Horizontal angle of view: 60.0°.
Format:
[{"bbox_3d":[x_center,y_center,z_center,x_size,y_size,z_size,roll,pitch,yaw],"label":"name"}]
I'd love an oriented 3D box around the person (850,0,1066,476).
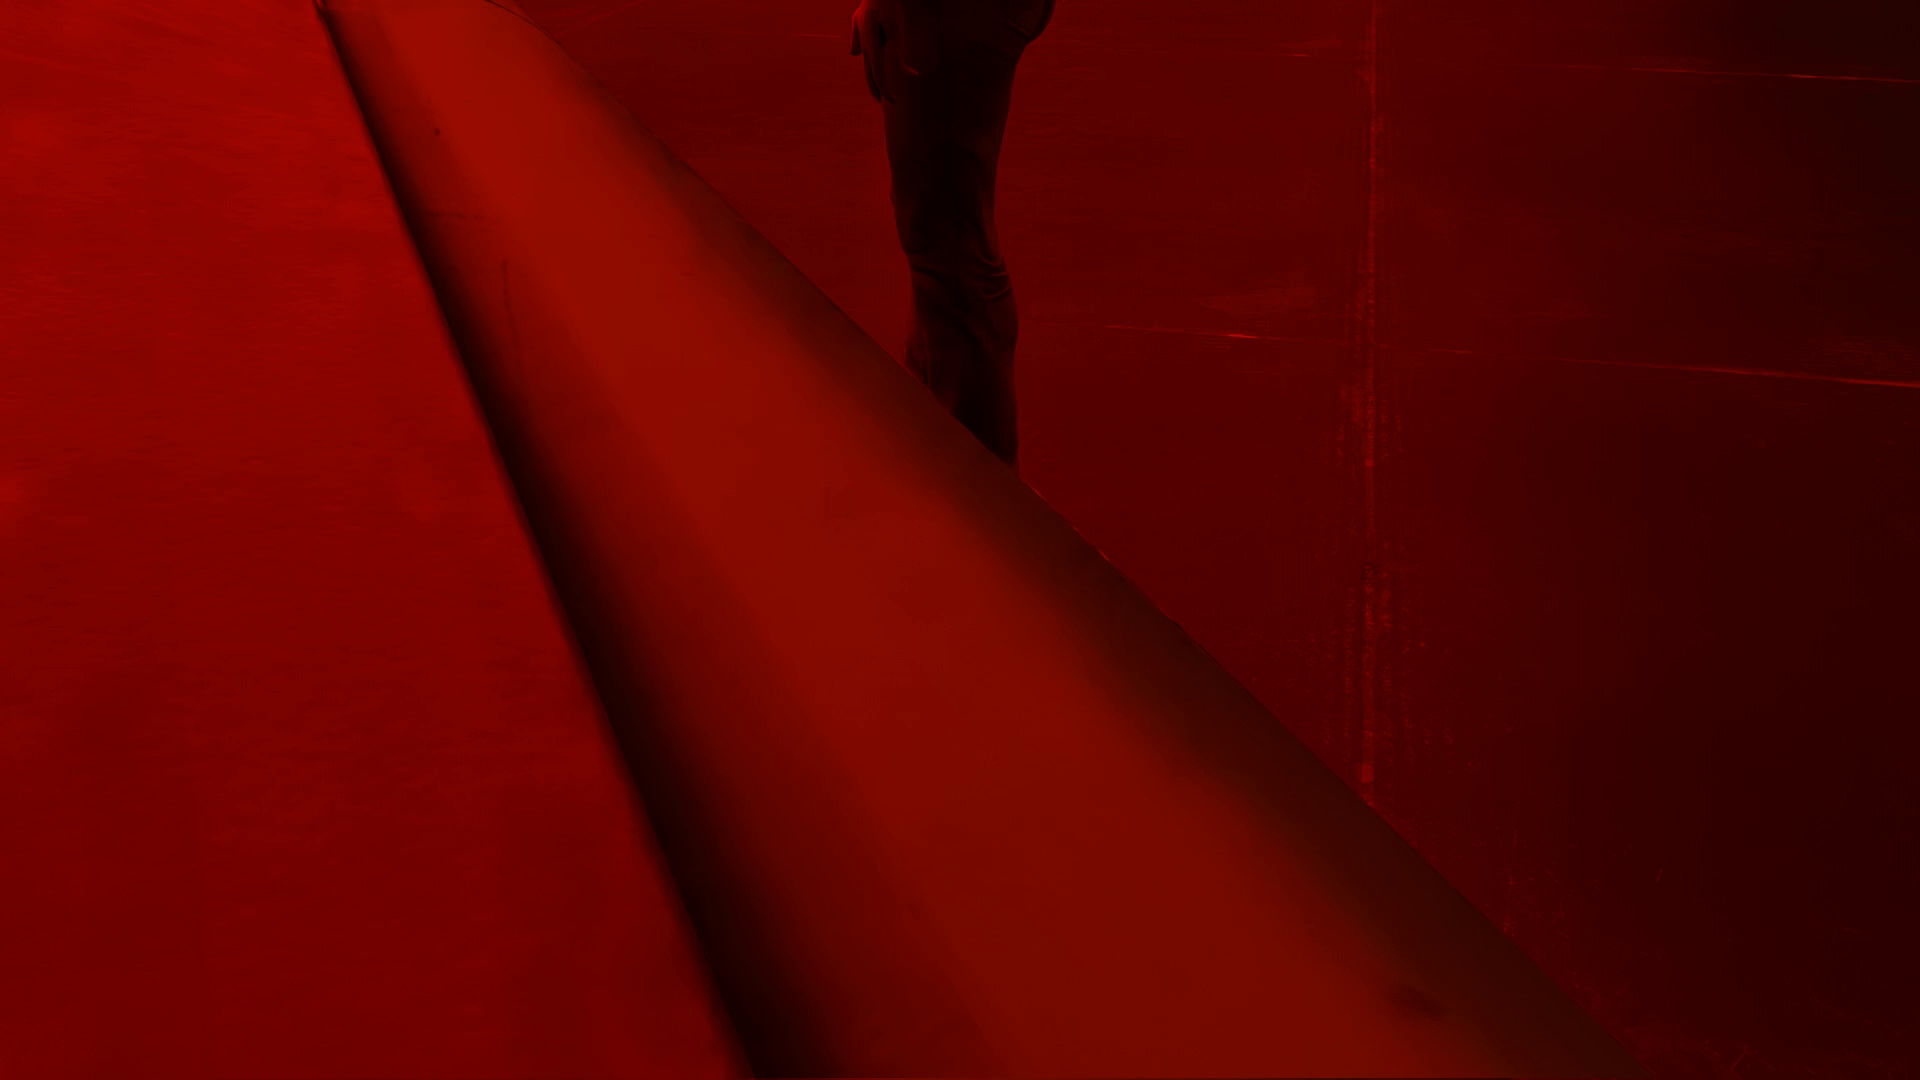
[{"bbox_3d":[-0.068,-0.732,2.165,0.475,1.593,0.520,6,27,11],"label":"person"}]
